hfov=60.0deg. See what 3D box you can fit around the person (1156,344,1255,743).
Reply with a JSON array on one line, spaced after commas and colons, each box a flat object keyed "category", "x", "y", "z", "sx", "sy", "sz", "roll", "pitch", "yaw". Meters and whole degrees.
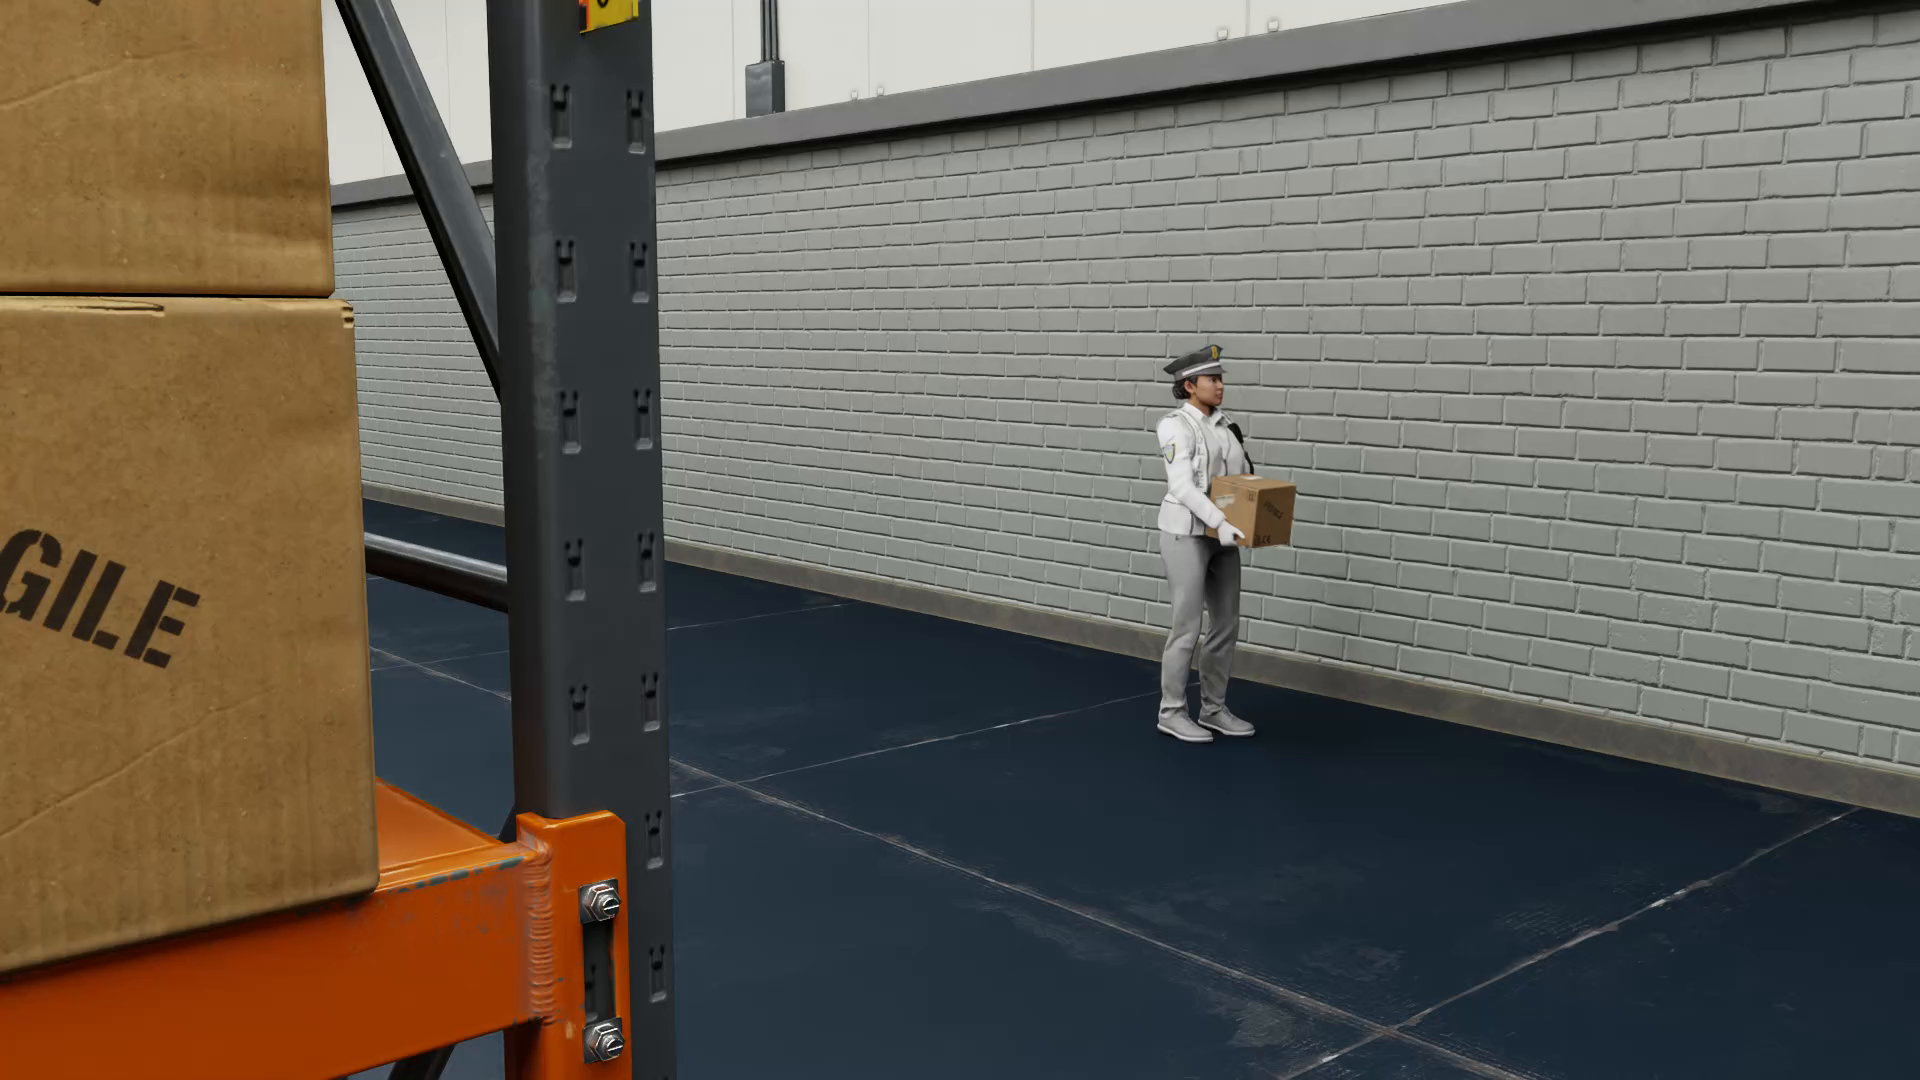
[{"category": "person", "x": 1.094, "y": 0.013, "z": 7.110, "sx": 0.457, "sy": 1.690, "sz": 0.539, "roll": -6, "pitch": 10, "yaw": -40}]
